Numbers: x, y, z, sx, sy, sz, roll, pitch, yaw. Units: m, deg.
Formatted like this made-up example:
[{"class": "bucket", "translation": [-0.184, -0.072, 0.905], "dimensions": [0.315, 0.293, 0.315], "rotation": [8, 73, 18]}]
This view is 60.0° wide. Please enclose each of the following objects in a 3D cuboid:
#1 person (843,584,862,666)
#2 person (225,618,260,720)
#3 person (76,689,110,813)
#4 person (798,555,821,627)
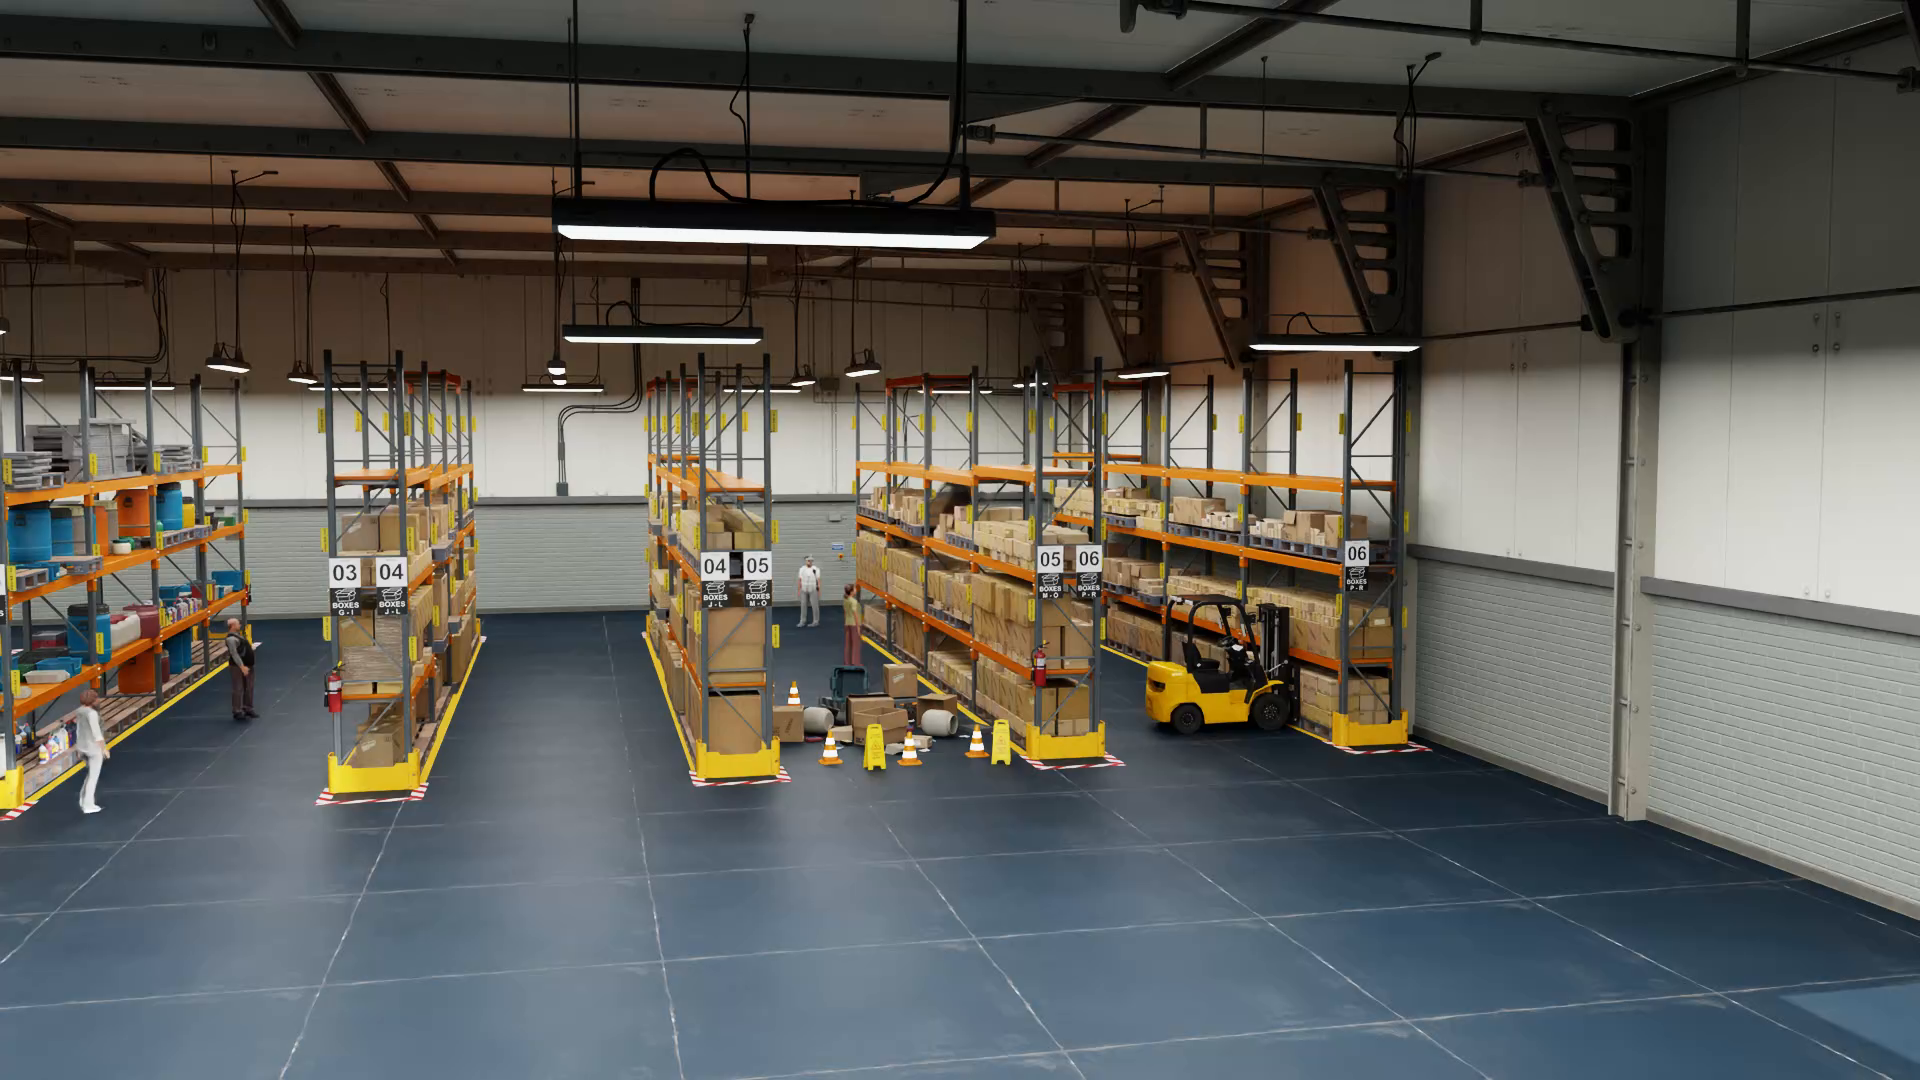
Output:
[{"class": "person", "translation": [-2.032, 1.664, 31.604], "dimensions": [0.498, 1.671, 0.370], "rotation": [4, 5, 43]}, {"class": "person", "translation": [-12.180, 2.195, 28.256], "dimensions": [0.572, 1.746, 0.610], "rotation": [1, 4, 17]}, {"class": "person", "translation": [-11.155, 2.710, 21.369], "dimensions": [0.447, 1.611, 0.414], "rotation": [1, 4, 19]}, {"class": "person", "translation": [-3.735, 1.256, 41.251], "dimensions": [0.579, 1.780, 0.445], "rotation": [1, 4, 18]}]
